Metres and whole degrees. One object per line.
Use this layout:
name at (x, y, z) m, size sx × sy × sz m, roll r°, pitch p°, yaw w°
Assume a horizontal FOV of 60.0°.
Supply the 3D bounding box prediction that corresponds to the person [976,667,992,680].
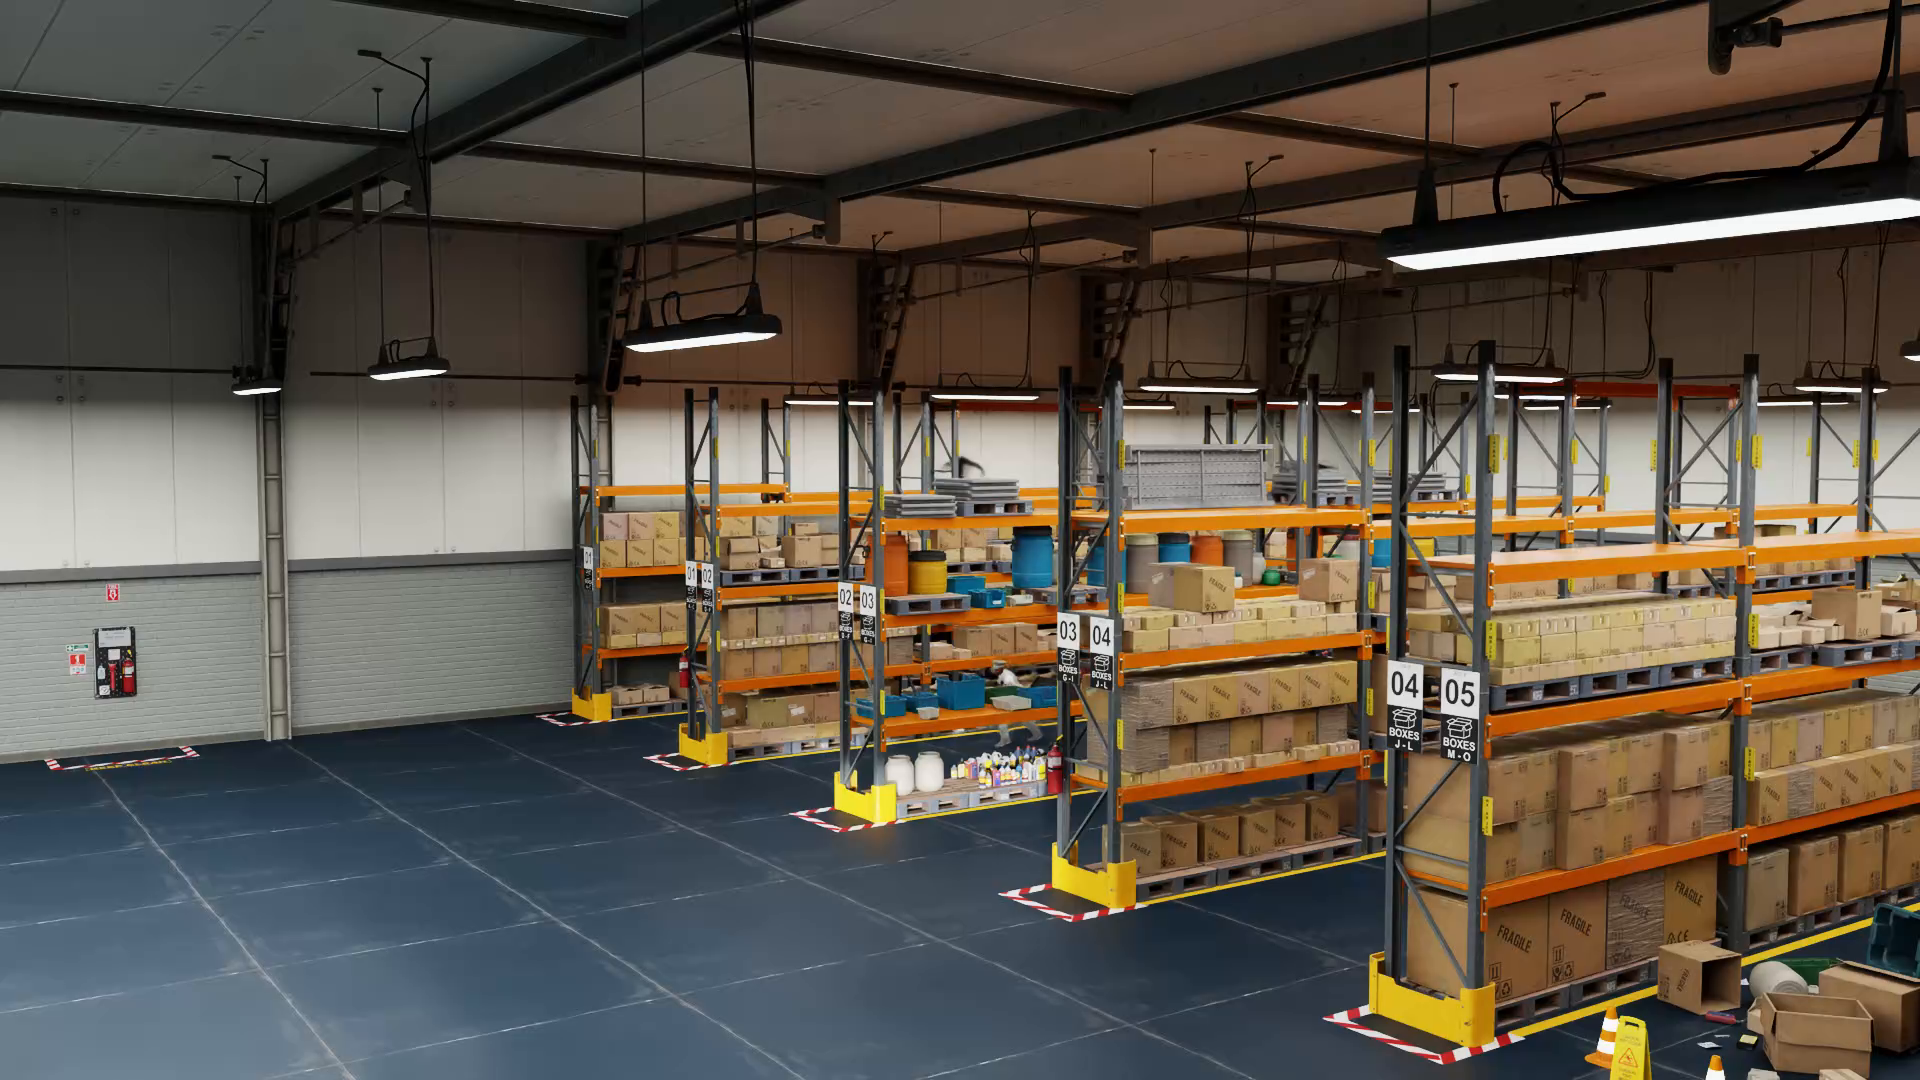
person at (0.406, 2.457, 32.103) m, size 0.740 × 1.563 × 0.576 m, roll 0°, pitch 3°, yaw -2°

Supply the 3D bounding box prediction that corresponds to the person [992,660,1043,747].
person at (0.976, 2.731, 27.963) m, size 1.014 × 1.486 × 0.562 m, roll -2°, pitch 4°, yaw -29°
